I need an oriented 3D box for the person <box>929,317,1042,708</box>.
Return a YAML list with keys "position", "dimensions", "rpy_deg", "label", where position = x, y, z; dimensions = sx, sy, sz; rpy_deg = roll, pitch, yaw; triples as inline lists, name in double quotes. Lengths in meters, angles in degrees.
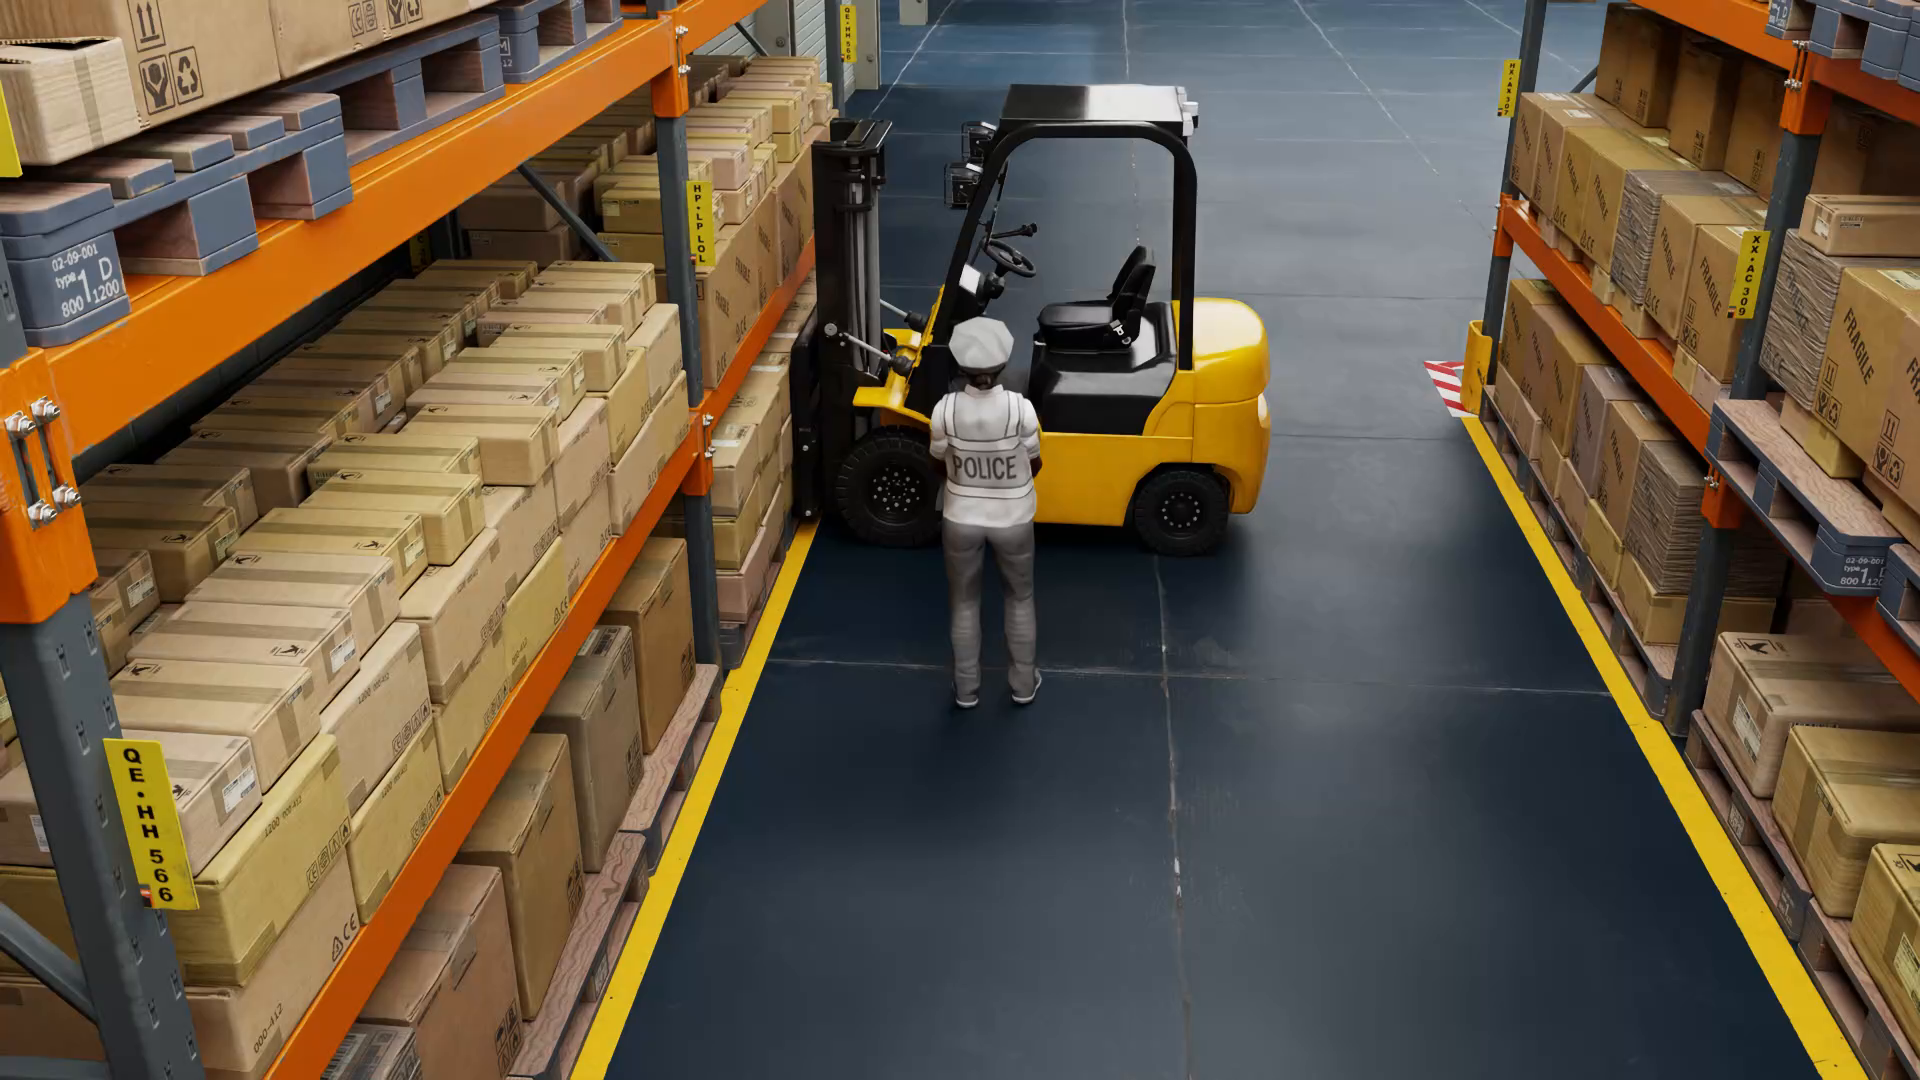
- position: [0.112, -0.110, 6.801]
  dimensions: [0.471, 1.698, 0.522]
  rpy_deg: [2, 25, 4]
  label: "person"
